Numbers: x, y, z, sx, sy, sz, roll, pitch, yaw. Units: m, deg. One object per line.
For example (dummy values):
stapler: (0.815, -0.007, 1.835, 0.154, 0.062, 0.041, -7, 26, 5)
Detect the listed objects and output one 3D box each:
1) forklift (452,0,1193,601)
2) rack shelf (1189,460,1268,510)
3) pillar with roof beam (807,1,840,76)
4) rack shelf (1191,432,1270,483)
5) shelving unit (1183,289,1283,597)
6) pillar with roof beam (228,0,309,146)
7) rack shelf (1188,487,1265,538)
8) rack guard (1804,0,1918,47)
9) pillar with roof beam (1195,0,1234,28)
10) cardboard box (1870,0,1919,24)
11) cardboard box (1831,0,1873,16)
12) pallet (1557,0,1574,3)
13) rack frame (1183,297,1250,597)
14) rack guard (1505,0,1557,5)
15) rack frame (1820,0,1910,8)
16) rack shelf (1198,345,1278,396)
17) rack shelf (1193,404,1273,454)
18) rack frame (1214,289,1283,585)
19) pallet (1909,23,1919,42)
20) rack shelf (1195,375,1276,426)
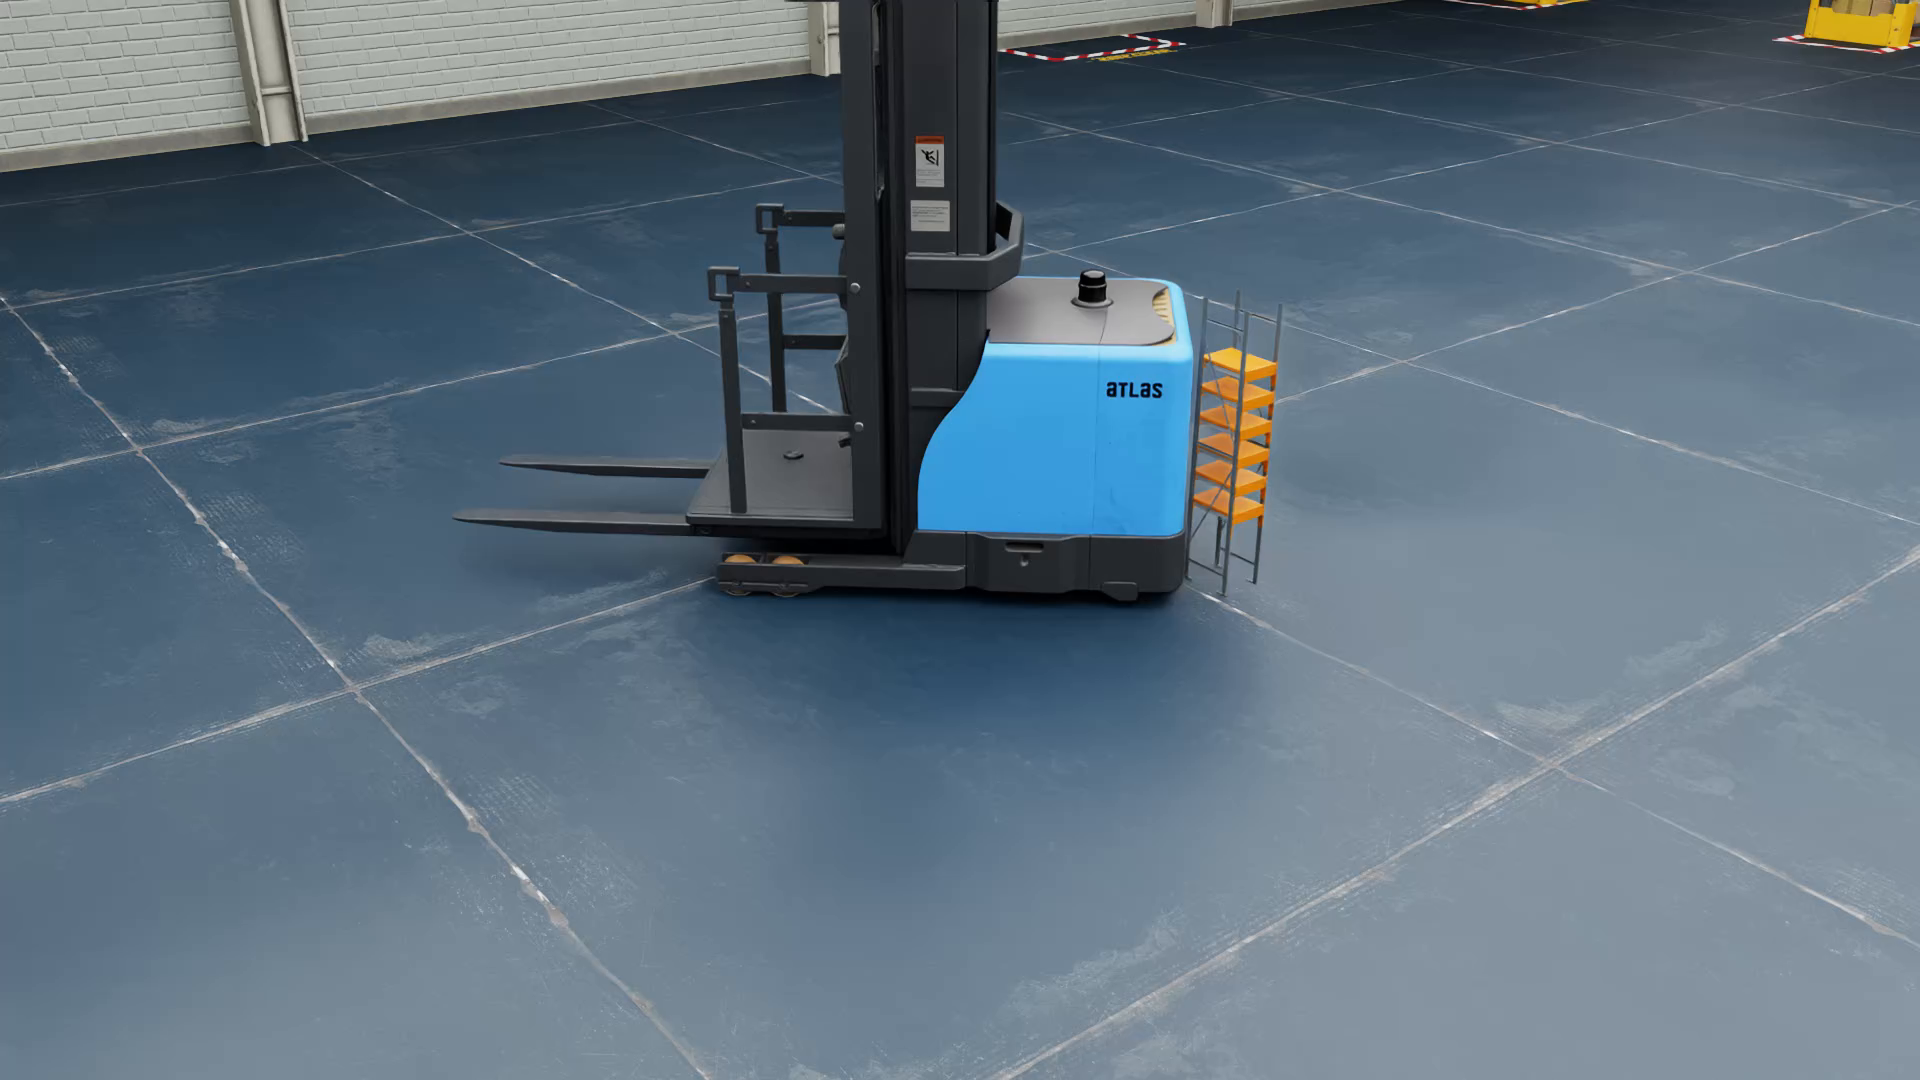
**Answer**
forklift: (-0.583, -1.315, 6.603, 3.031, 2.935, 1.130, 2, 25, 4)
rack shelf: (1.081, -0.228, 6.703, 0.180, 0.103, 0.258, -18, 31, -34)
pillar with roof beam: (1.245, -7.821, 13.413, 0.400, 9.000, 9.100, -18, 31, -34)
rack shelf: (1.082, -0.337, 6.652, 0.180, 0.103, 0.258, -18, 31, -34)
shelving unit: (1.082, -0.377, 6.633, 0.189, 1.200, 0.258, -18, 31, -34)
pillar with roof beam: (-3.477, -6.263, 10.054, 0.400, 9.000, 9.100, -18, 31, -34)
rack shelf: (1.080, -0.120, 6.755, 0.180, 0.103, 0.258, -18, 31, -34)
rack guard: (11.055, -6.395, 20.435, 0.348, 0.500, 1.175, -18, 31, -34)
pillar with roof beam: (5.966, -9.380, 16.771, 0.400, 9.000, 9.100, -18, 31, -34)
cardboard box: (11.633, -6.544, 20.554, 0.500, 0.250, 0.500, -18, 31, -34)
cardboard box: (11.314, -6.715, 20.924, 0.500, 0.250, 0.500, -18, 31, -34)
pallet: (8.735, -8.129, 24.515, 1.213, 0.211, 1.003, -18, 31, -34)
rack frame: (1.010, -0.354, 6.583, 0.006, 1.200, 0.240, -18, 31, -34)
rack guard: (8.074, -8.061, 24.025, 0.348, 0.500, 1.175, -18, 31, -34)
rack frame: (11.074, -7.535, 19.922, 0.127, 3.000, 1.000, -18, 31, -34)
rack shelf: (1.084, -0.662, 6.499, 0.180, 0.103, 0.258, -18, 31, -34)
rack shelf: (1.083, -0.445, 6.601, 0.180, 0.103, 0.258, -18, 31, -34)
rack frame: (1.155, -0.400, 6.684, 0.006, 1.200, 0.240, -18, 31, -34)
pallet: (11.650, -6.483, 20.967, 1.213, 0.211, 1.003, -18, 31, -34)
rack shelf: (1.084, -0.554, 6.550, 0.180, 0.103, 0.258, -18, 31, -34)
